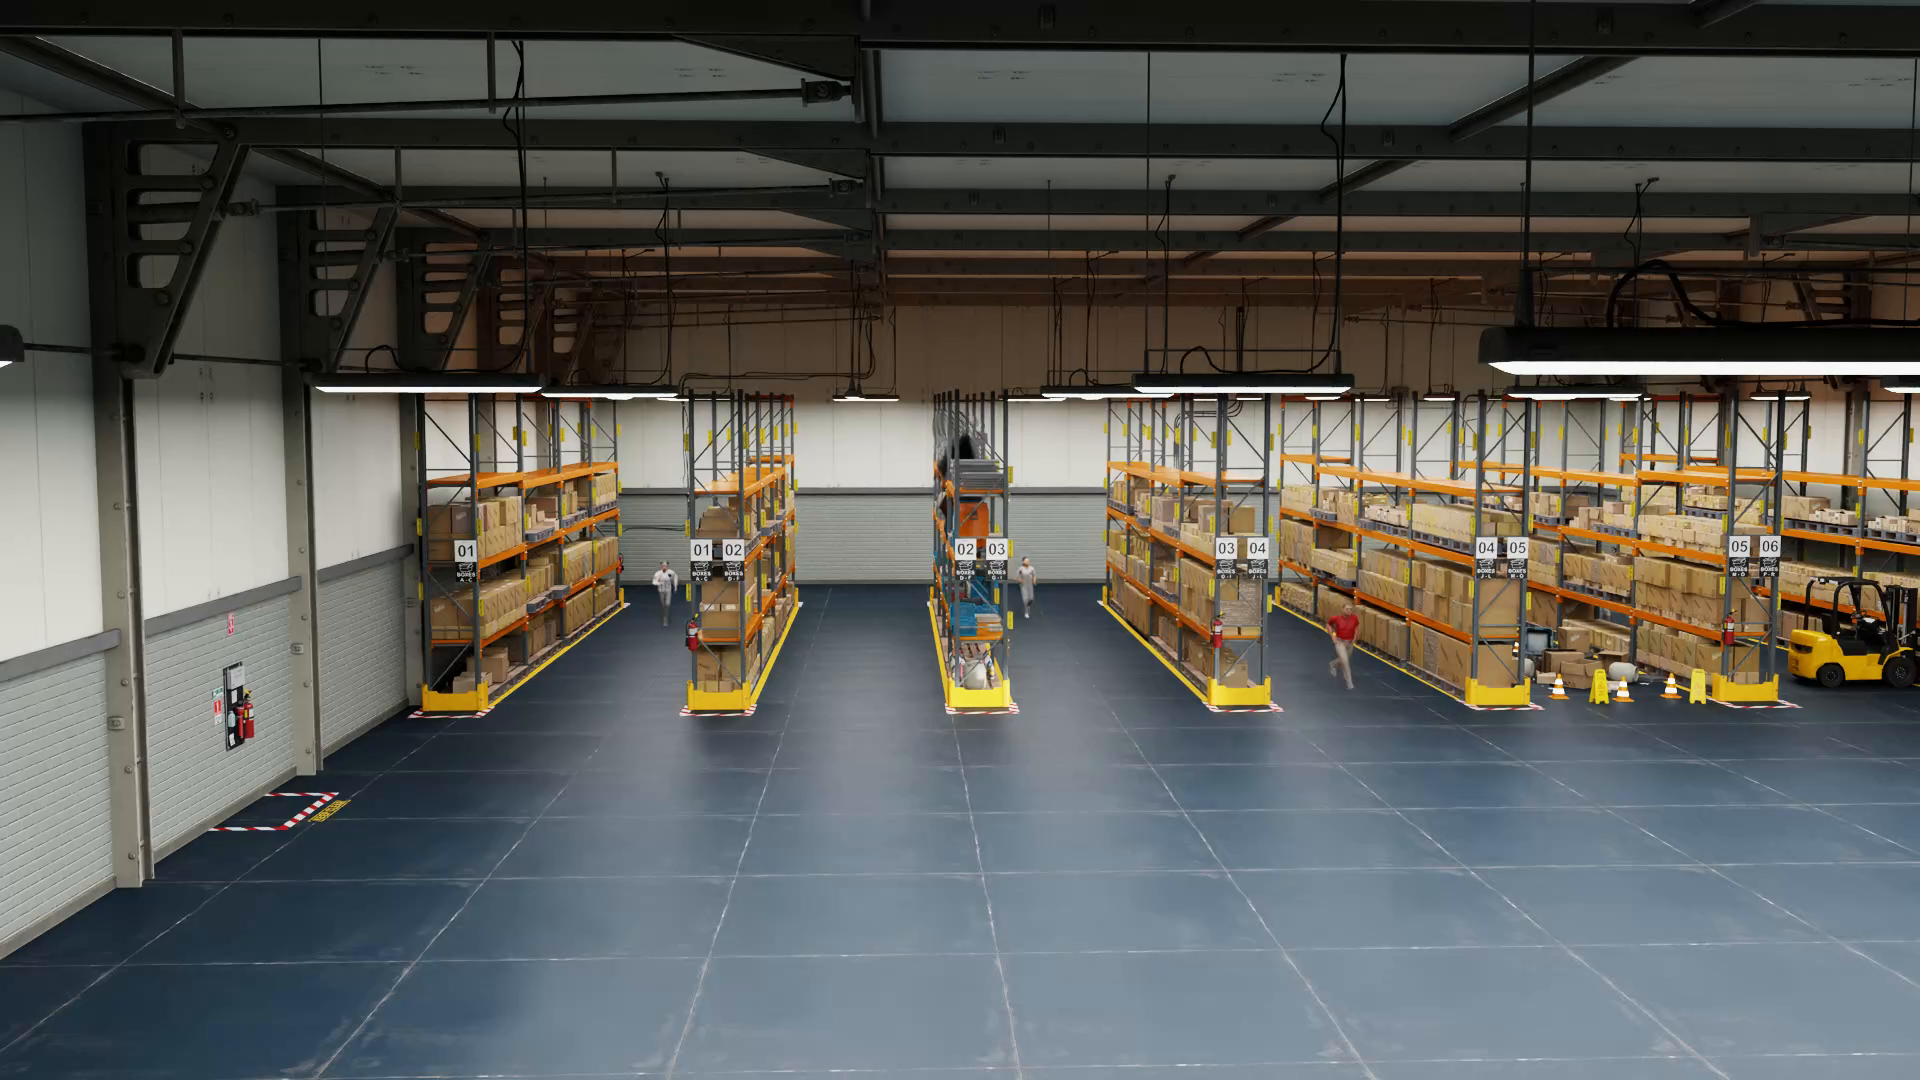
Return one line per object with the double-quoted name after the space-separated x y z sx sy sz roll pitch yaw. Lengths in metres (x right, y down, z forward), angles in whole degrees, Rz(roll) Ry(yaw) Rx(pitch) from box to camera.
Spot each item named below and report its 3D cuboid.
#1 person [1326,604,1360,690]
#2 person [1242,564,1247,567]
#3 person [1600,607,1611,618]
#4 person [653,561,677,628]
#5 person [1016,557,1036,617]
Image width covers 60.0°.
7.792 2.135 33.818 0.664 1.732 1.031 -1 5 -15 "person"
7.912 1.121 45.785 0.674 1.818 0.655 -1 5 -8 "person"
17.016 1.227 44.366 0.640 1.835 0.908 -1 5 -17 "person"
-7.644 1.376 43.092 0.638 1.731 0.876 -1 5 -12 "person"
1.801 1.277 44.773 0.564 1.609 0.509 -1 5 -9 "person"
